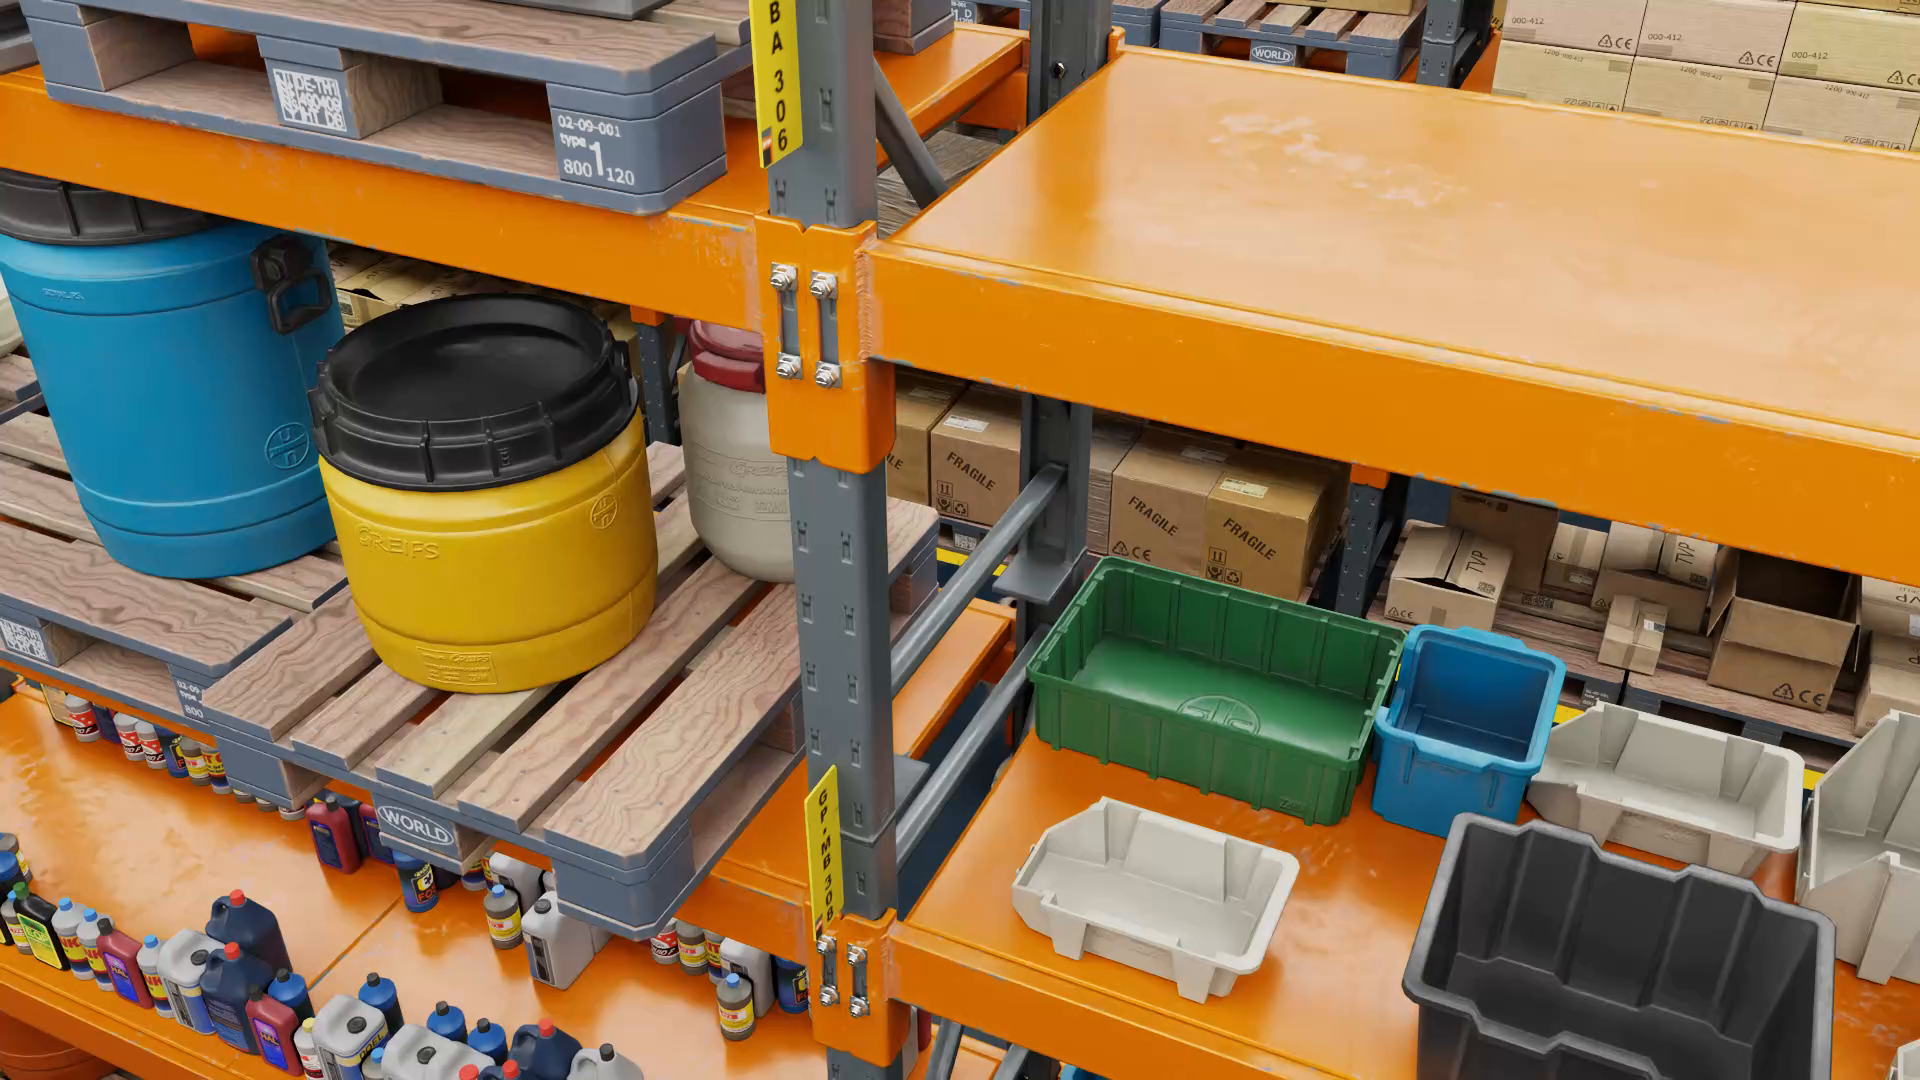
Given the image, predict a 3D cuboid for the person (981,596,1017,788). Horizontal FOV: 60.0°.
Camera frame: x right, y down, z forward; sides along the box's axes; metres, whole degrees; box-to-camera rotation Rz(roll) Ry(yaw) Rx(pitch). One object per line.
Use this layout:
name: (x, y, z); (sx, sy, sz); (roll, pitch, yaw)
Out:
person: (0.521, 0.716, 7.124); (0.956, 0.949, 0.538); (13, 36, 18)
